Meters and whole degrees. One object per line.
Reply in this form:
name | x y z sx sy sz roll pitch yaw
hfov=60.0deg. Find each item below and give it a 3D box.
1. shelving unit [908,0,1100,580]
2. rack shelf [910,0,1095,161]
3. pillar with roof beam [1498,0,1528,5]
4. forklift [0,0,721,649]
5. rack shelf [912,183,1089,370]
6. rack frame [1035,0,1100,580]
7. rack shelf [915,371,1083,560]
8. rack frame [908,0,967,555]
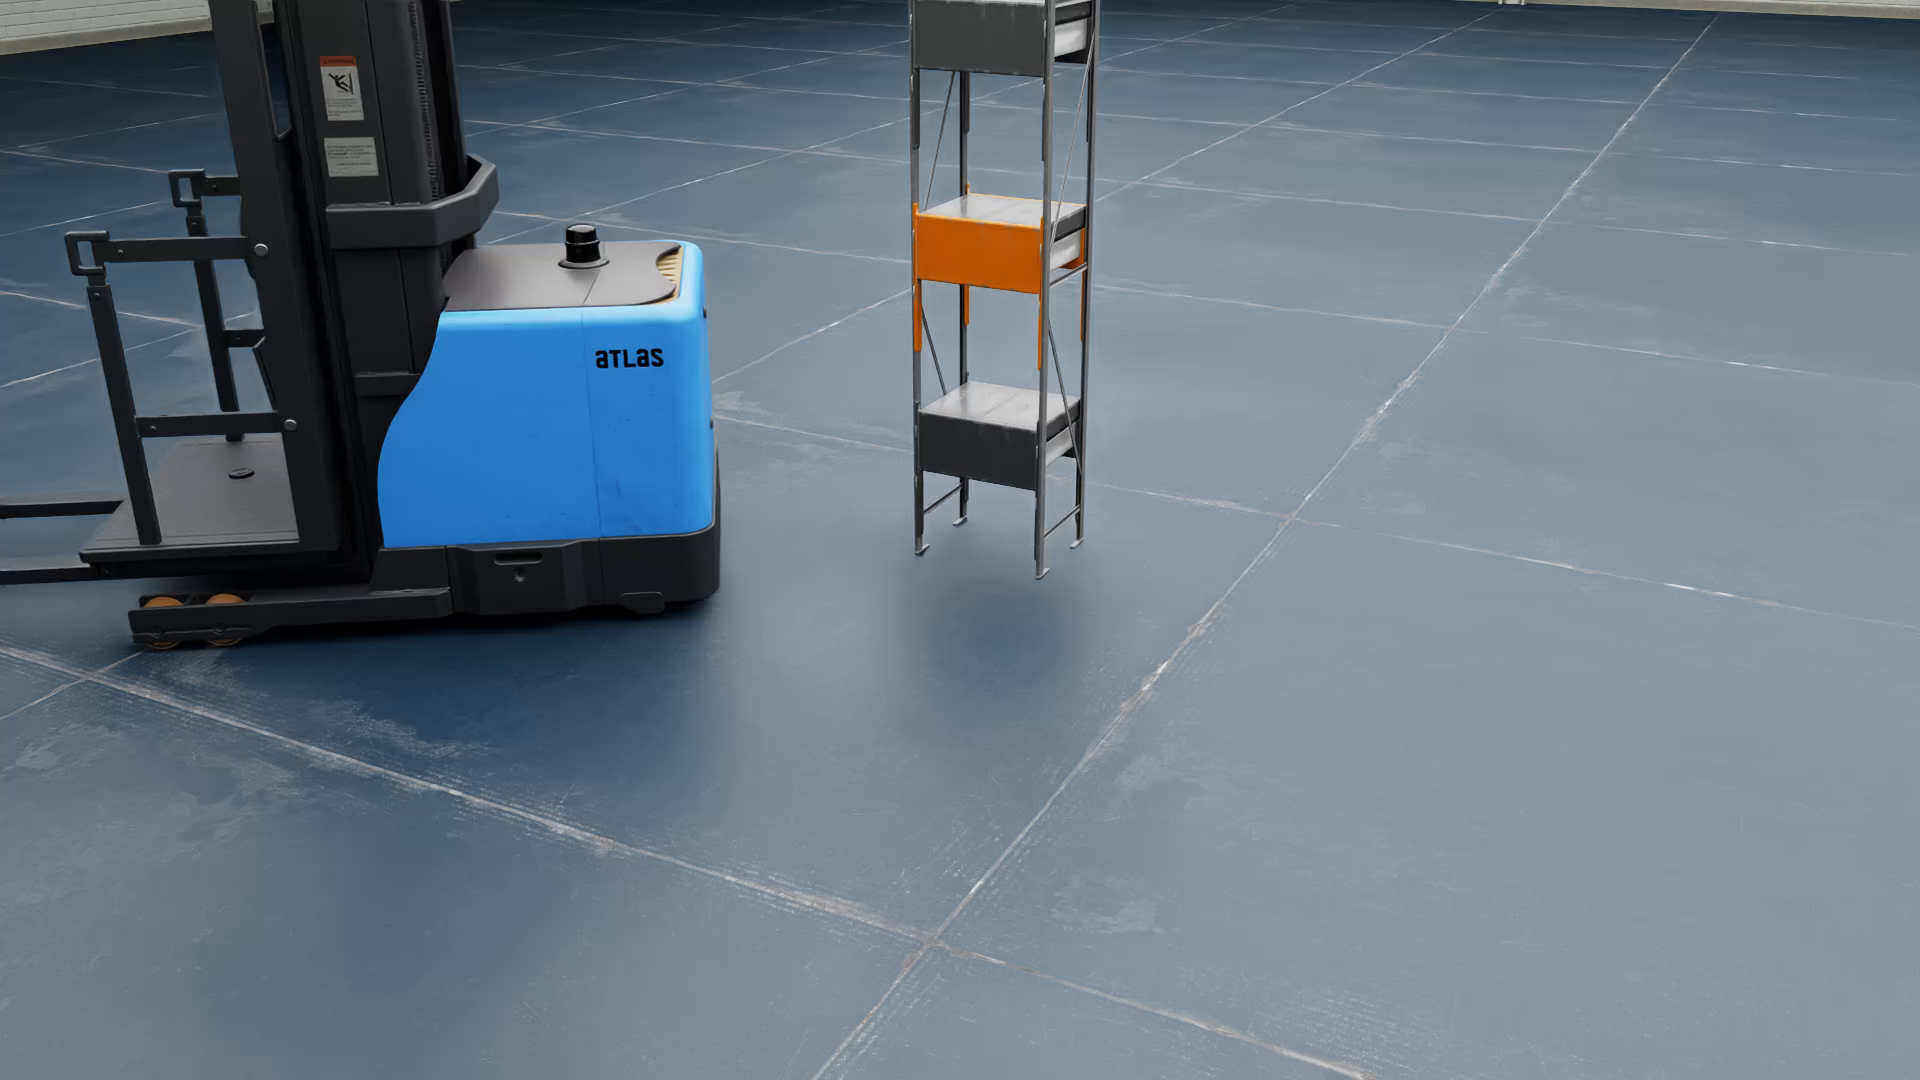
shelving unit | 0.148 -0.937 5.770 0.503 2.100 0.431 11 25 25
rack shelf | 0.148 -1.569 5.502 0.480 0.518 0.431 11 25 25
pillar with roof beam | 6.674 -11.001 20.619 0.400 9.000 9.100 11 25 25
forklift | -2.380 -1.212 5.356 3.031 2.935 1.130 -3 23 -7
rack shelf | 0.148 -0.924 5.776 0.480 0.518 0.431 11 25 25
rack frame | 0.365 -0.894 5.669 0.015 2.100 0.400 11 25 25
rack shelf | 0.148 -0.280 6.050 0.480 0.518 0.431 11 25 25
rack frame | -0.070 -0.980 5.872 0.015 2.100 0.400 11 25 25
